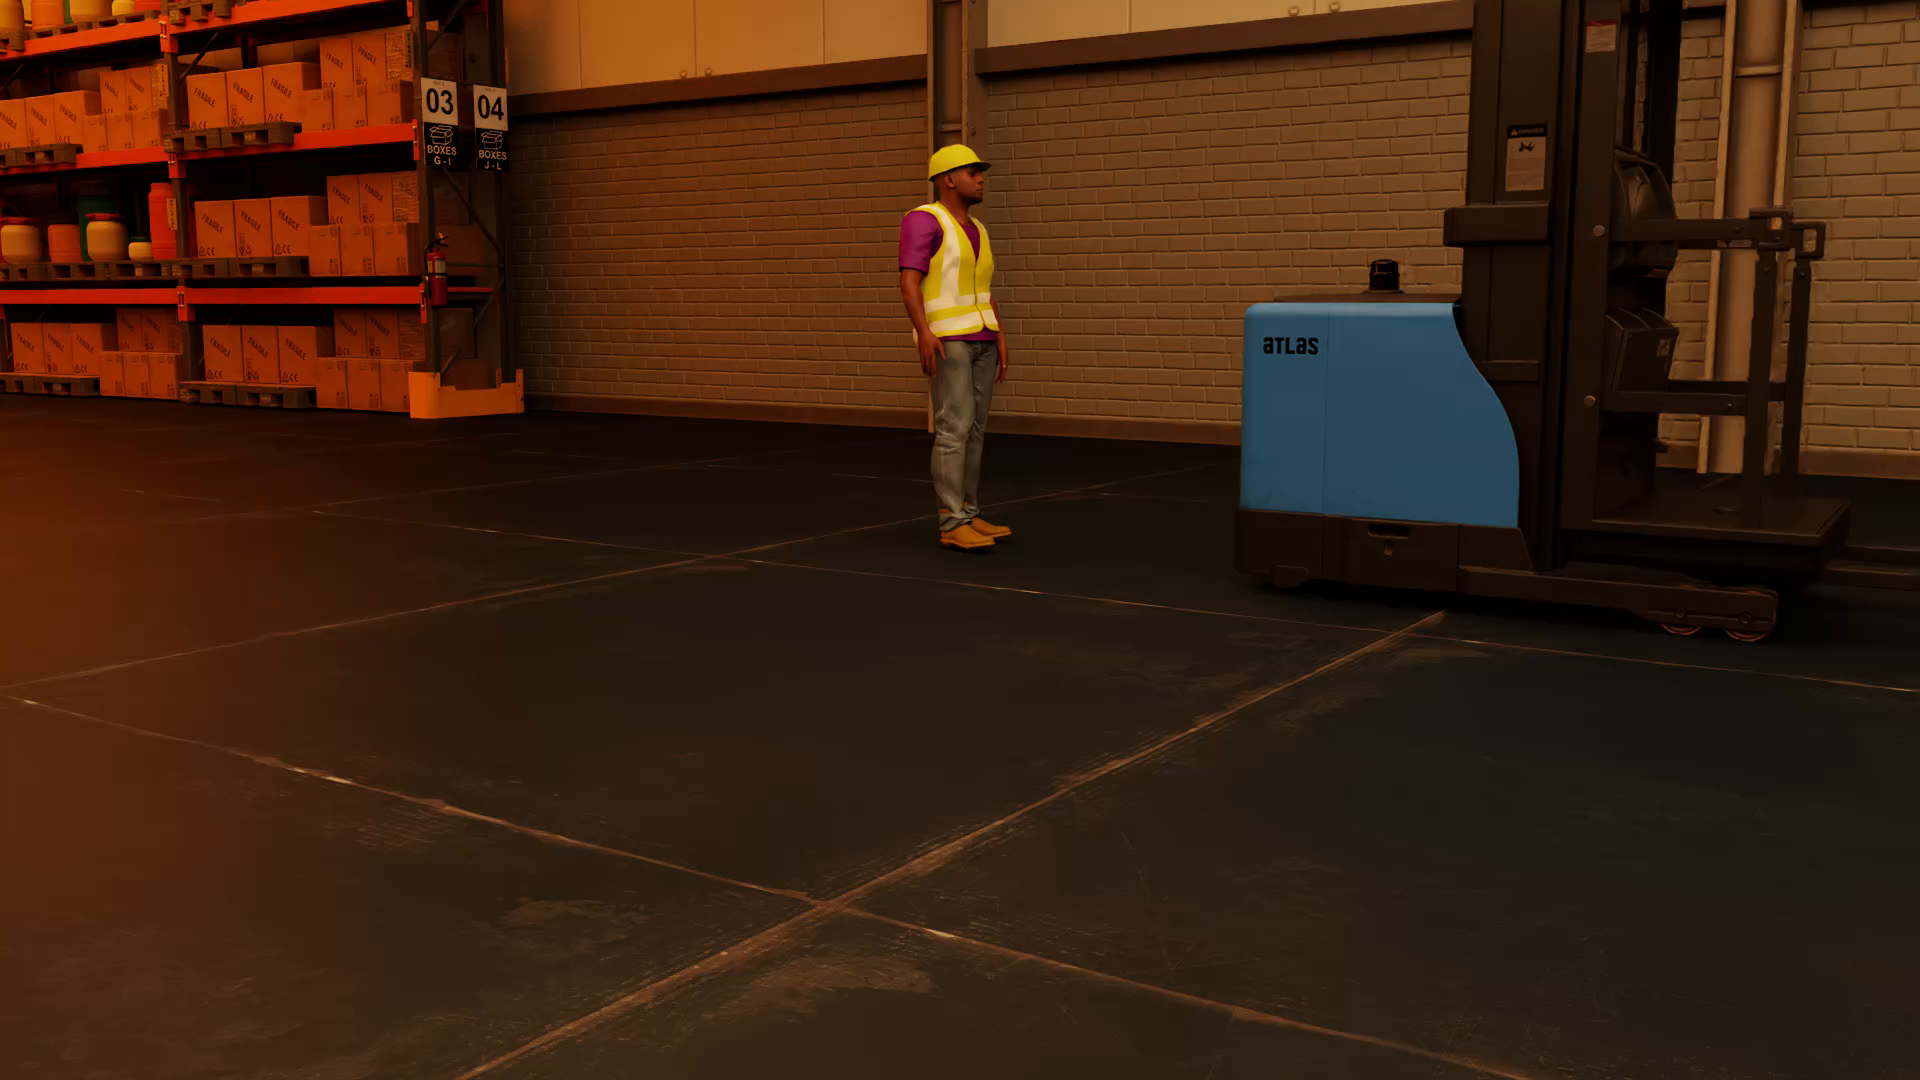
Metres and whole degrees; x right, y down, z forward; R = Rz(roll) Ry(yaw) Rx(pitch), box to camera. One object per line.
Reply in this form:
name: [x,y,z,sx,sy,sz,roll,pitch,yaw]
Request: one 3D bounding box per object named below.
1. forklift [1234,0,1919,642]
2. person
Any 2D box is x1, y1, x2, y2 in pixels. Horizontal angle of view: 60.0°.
forklift: [2.559,-1.210,5.702,3.031,2.935,1.130,5,10,32]
person: [0.055,-0.875,7.435,0.575,1.768,0.665,5,10,34]
